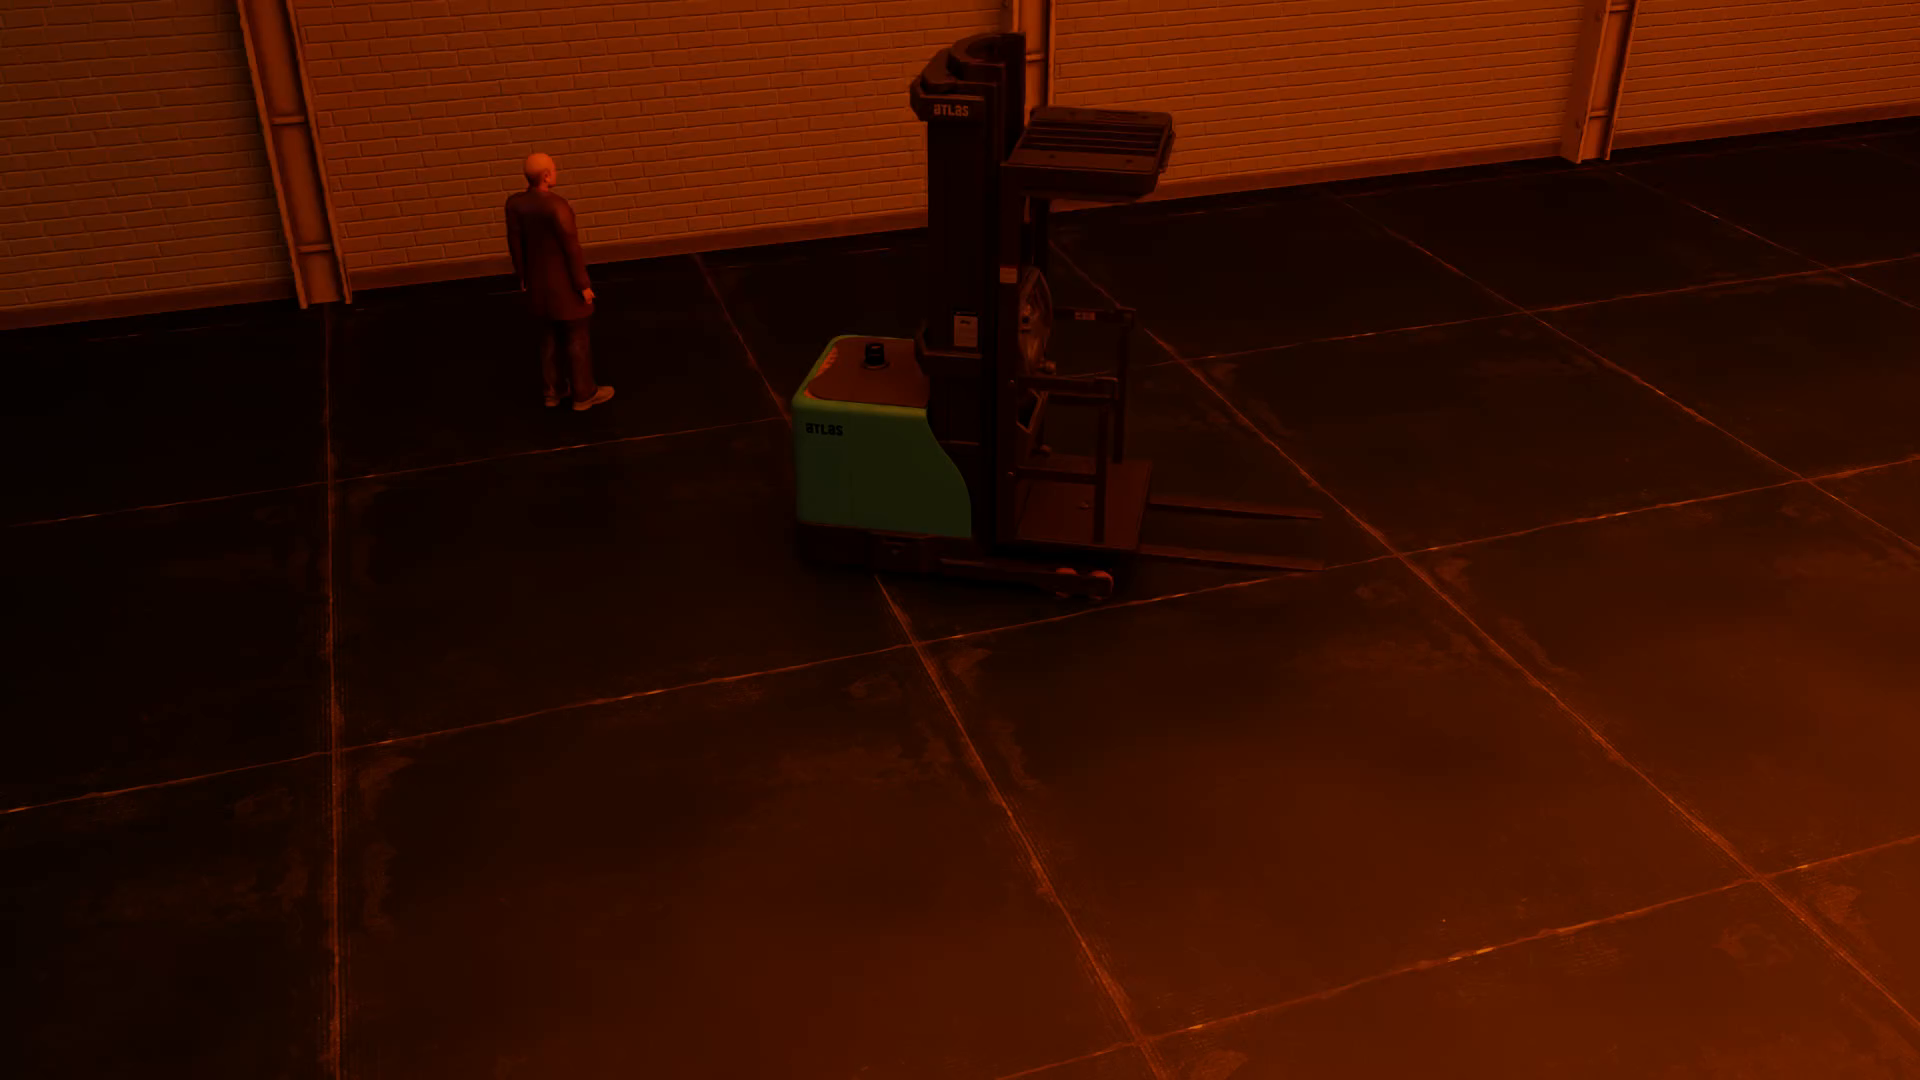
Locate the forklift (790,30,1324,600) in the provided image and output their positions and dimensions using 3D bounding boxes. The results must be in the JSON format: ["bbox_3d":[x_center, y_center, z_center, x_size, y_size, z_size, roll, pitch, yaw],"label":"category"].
[{"bbox_3d":[0.604,-1.217,9.203,3.031,2.935,1.130,6,30,9],"label":"forklift"}]

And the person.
[{"bbox_3d":[-2.725,-1.765,11.308,0.612,1.783,0.405,14,33,22],"label":"person"}]
